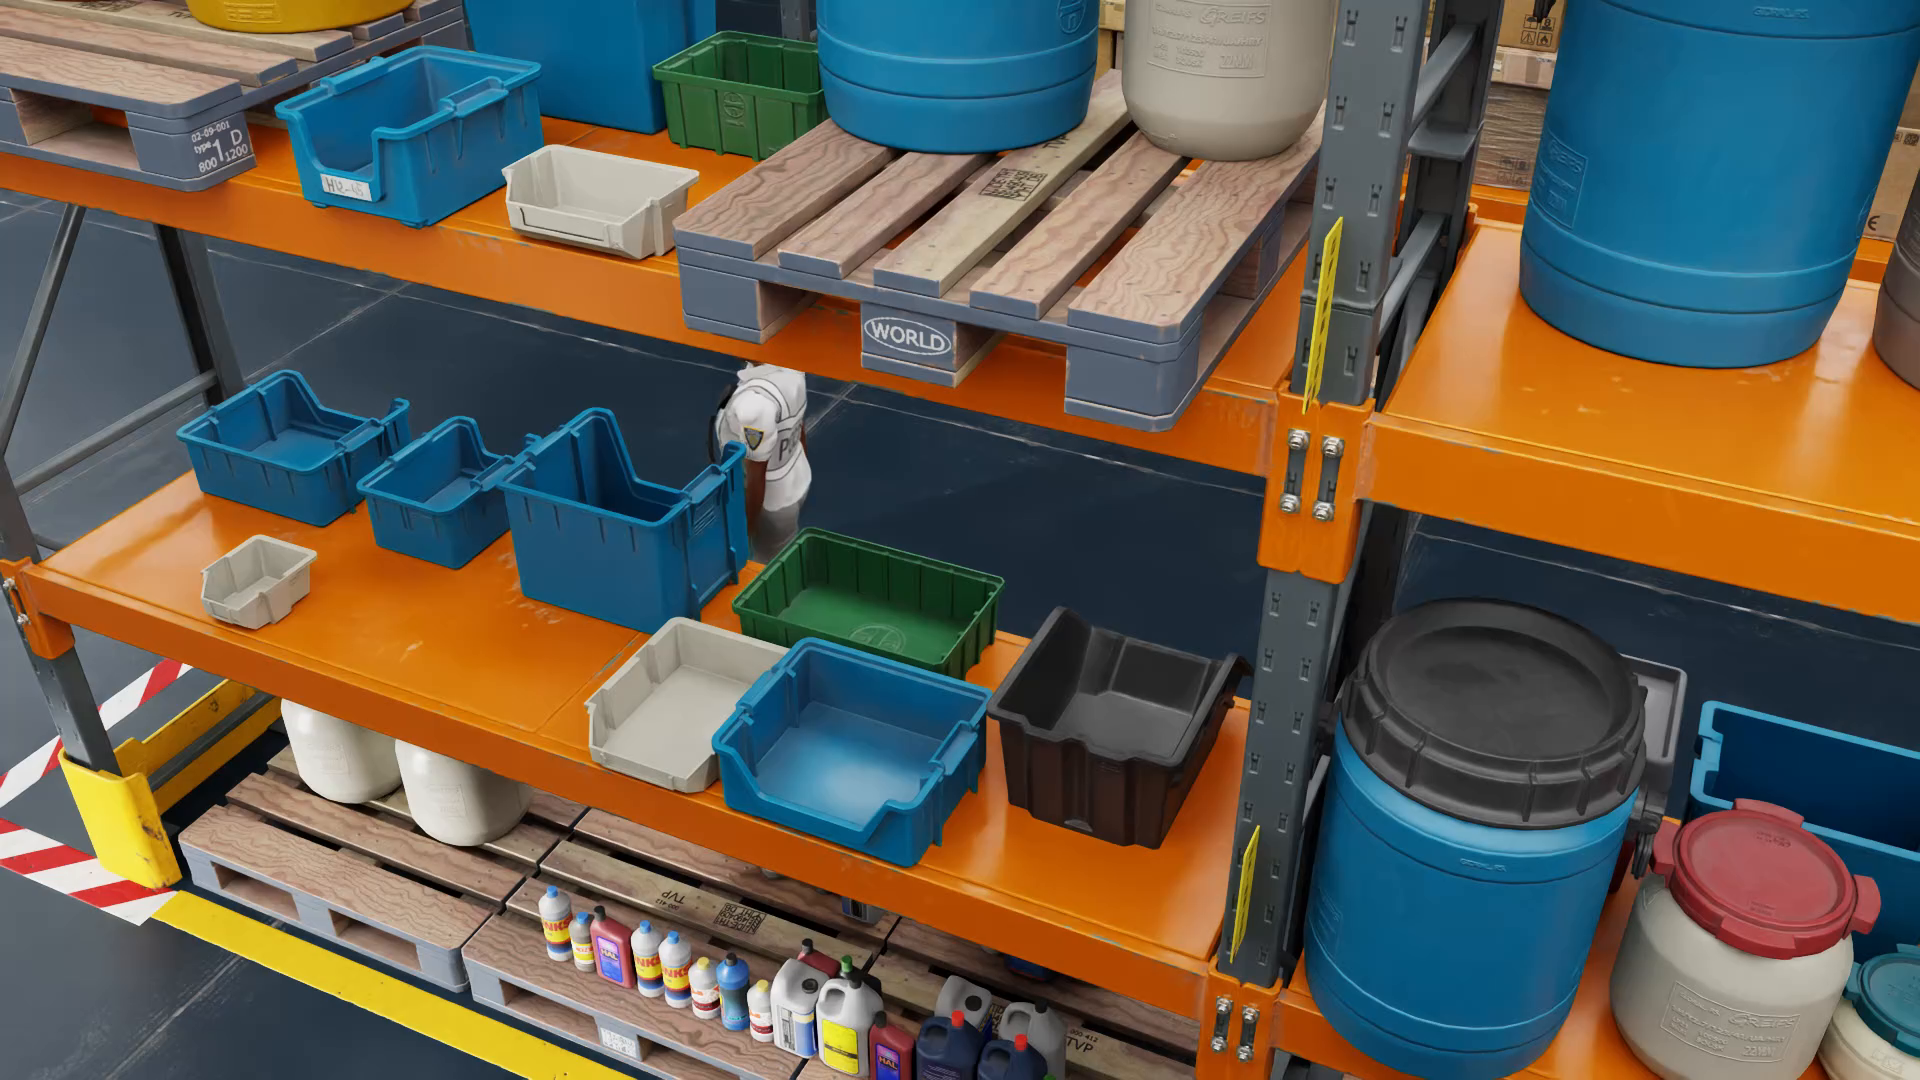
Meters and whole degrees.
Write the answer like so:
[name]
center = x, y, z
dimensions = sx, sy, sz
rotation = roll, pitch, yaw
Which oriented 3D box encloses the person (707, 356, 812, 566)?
[person]
center = -0.838, -0.179, 6.386
dimensions = 0.694, 1.669, 0.462
rotation = 7, 34, 10
